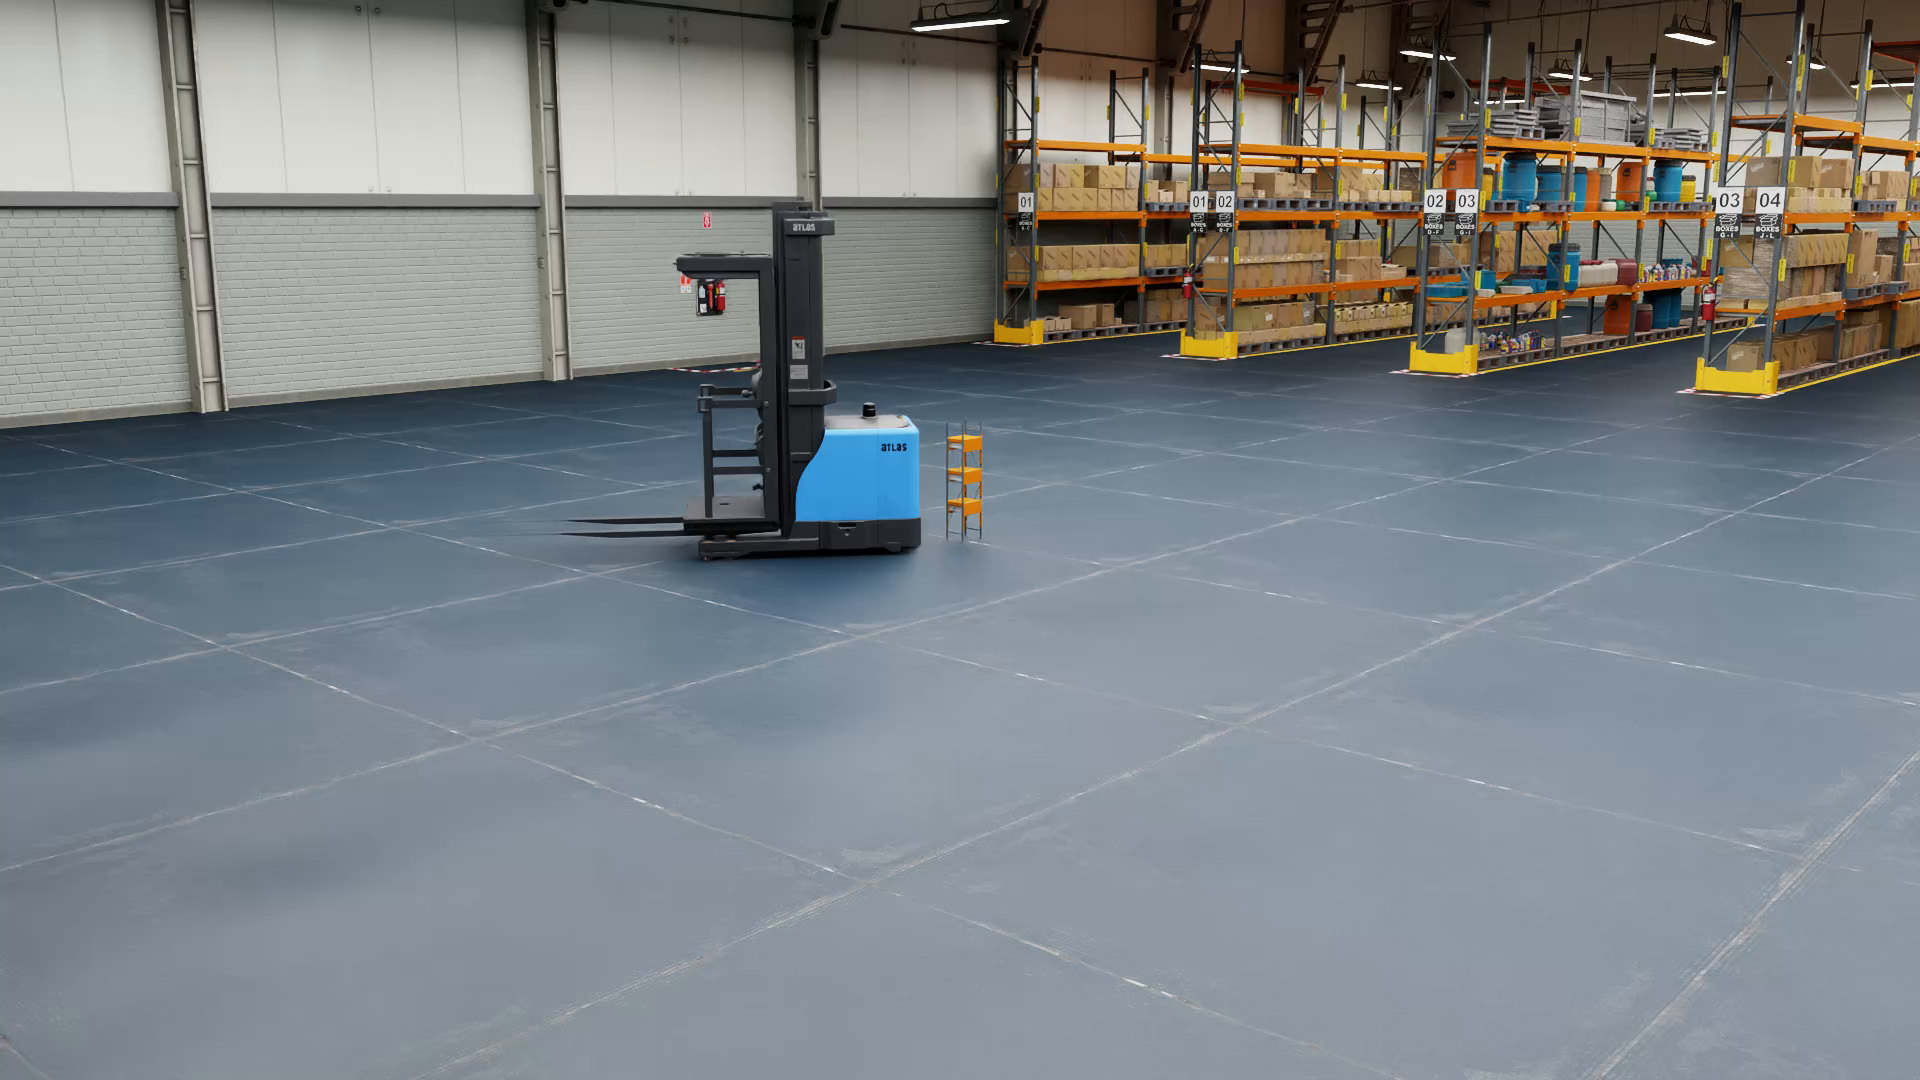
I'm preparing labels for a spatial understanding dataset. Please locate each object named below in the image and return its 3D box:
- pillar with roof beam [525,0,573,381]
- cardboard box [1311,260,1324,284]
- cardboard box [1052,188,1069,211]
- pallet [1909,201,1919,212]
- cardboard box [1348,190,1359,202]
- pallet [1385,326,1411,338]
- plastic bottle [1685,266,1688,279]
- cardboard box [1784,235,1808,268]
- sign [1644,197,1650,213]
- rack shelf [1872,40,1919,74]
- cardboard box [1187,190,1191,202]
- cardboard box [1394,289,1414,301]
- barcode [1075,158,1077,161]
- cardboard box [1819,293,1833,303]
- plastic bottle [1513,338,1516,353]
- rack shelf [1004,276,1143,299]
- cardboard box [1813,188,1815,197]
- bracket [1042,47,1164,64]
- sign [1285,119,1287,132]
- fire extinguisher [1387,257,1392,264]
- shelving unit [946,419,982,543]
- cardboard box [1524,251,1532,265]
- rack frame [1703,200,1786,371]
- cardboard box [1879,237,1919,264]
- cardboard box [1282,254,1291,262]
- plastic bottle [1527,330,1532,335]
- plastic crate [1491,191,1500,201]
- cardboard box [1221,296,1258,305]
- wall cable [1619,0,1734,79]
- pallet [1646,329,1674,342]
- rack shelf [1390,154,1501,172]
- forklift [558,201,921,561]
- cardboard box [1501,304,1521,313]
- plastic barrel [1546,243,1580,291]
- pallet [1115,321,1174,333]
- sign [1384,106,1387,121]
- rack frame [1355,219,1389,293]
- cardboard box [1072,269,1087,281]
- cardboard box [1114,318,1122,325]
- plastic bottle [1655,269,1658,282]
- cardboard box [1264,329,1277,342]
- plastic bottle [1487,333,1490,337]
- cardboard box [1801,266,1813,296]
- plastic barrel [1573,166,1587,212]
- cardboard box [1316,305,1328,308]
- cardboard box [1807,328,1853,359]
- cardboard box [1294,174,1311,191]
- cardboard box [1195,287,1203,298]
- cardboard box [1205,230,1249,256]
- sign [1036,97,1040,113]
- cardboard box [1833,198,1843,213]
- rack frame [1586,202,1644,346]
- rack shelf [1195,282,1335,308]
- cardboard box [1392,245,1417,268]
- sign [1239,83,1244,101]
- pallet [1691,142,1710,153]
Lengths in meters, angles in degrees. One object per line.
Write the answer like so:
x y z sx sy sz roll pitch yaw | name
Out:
-3.650 -6.606 24.811 9.100 9.000 0.548 10 15 40 | pillar with roof beam
7.301 -5.703 35.352 0.700 0.500 0.500 9 15 39 | cardboard box
2.015 -7.393 36.101 0.500 0.500 0.500 -11 16 -44 | cardboard box
18.054 -6.507 32.457 1.213 0.211 1.003 11 16 43 | pallet
8.364 -7.494 36.226 0.500 0.250 0.500 8 14 35 | cardboard box
9.657 -4.825 38.331 1.003 0.211 1.213 10 15 40 | pallet
16.453 -6.059 37.688 0.061 0.283 0.133 10 15 40 | plastic bottle
13.291 -4.654 26.786 0.500 0.500 0.500 10 15 40 | cardboard box
14.366 -7.017 34.795 0.100 0.325 0.005 10 15 40 | sign
18.989 -9.540 32.854 1.077 0.370 4.000 10 15 40 | rack shelf
5.581 -8.301 40.642 0.637 0.503 0.797 -10 15 -40 | cardboard box
10.705 -5.843 39.652 0.500 0.250 0.500 11 15 42 | cardboard box
2.625 -8.614 37.671 0.001 0.075 0.075 10 15 40 | barcode
14.644 -4.130 28.373 0.380 0.149 0.250 10 15 40 | cardboard box
10.391 -3.660 31.221 0.097 0.271 0.097 0 11 0 | plastic bottle
2.546 -5.713 37.493 1.077 0.370 4.000 10 15 40 | rack shelf
13.757 -5.684 27.215 0.380 0.149 0.250 10 15 40 | cardboard box
3.279 -11.088 38.059 0.076 0.066 4.783 10 15 40 | bracket
8.746 -11.090 44.472 0.100 0.325 0.005 10 15 40 | sign
12.234 -7.867 47.592 0.296 0.674 0.183 10 15 40 | fire extinguisher
0.035 -0.523 14.648 0.215 1.050 0.252 10 15 40 | shelving unit
14.414 -7.210 42.896 0.500 0.500 0.500 9 15 40 | cardboard box
12.388 -3.850 26.330 1.000 3.000 0.127 10 15 40 | rack frame
18.596 -5.769 33.122 0.797 0.503 0.637 10 15 42 | cardboard box
6.559 -5.794 34.148 0.380 0.149 0.250 10 15 42 | cardboard box
10.991 -3.883 32.132 0.144 0.351 0.185 10 15 40 | plastic bottle
9.700 -6.273 30.844 0.392 0.384 0.575 10 15 40 | plastic crate
7.090 -6.192 42.469 0.750 0.750 0.750 10 15 40 | cardboard box
20.146 -14.288 46.692 3.097 2.526 0.112 10 15 40 | wall cable
15.243 -4.600 37.205 1.003 0.211 1.213 10 15 40 | pallet
11.550 -8.996 39.634 1.077 0.370 4.000 10 15 40 | rack shelf
-1.889 -1.376 14.118 3.031 2.935 1.130 -1 11 -7 | forklift
14.107 -6.166 43.174 0.797 0.503 0.637 10 15 40 | cardboard box
11.790 -5.343 32.522 0.600 0.901 0.708 10 15 40 | plastic barrel
4.379 -5.107 39.744 1.003 0.211 1.213 10 15 40 | pallet
9.816 -9.816 38.296 0.100 0.325 0.005 10 15 40 | sign
11.787 -8.126 47.736 1.000 3.000 0.127 10 15 40 | rack frame
2.459 -5.891 36.879 0.500 0.250 0.500 9 15 39 | cardboard box
3.535 -5.104 38.717 0.380 0.166 0.250 7 14 33 | cardboard box
15.184 -5.776 36.300 0.097 0.271 0.097 0 11 0 | plastic bottle
6.128 -4.187 33.964 0.500 0.250 0.500 10 15 40 | cardboard box
10.198 -3.851 32.146 0.061 0.283 0.133 11 15 43 | plastic bottle
13.713 -4.352 27.826 0.875 0.500 0.500 10 15 40 | cardboard box
12.344 -7.091 33.619 0.600 0.901 0.708 10 15 40 | plastic barrel
7.980 -5.027 36.737 0.500 0.311 0.500 10 15 42 | cardboard box
15.779 -3.584 30.256 0.700 0.500 0.500 10 15 40 | cardboard box
7.059 -7.475 35.133 0.500 0.500 0.500 -11 15 -43 | cardboard box
5.647 -6.118 41.027 0.500 0.250 0.500 10 15 41 | cardboard box
5.302 -5.892 32.984 0.700 0.500 0.500 10 15 41 | cardboard box
1.633 -9.140 34.912 0.100 0.325 0.005 10 15 40 | sign
14.571 -5.660 28.115 0.500 0.250 0.500 10 15 42 | cardboard box
13.948 -5.668 35.430 1.000 3.000 0.127 10 15 40 | rack frame
6.269 -5.073 34.289 1.077 0.370 4.000 10 15 40 | rack shelf
10.561 -6.671 39.125 0.700 0.500 0.500 4 12 21 | cardboard box
5.362 -8.537 31.687 0.100 0.325 0.005 10 15 40 | sign
16.066 -8.784 37.217 1.003 0.211 1.213 10 15 40 | pallet
